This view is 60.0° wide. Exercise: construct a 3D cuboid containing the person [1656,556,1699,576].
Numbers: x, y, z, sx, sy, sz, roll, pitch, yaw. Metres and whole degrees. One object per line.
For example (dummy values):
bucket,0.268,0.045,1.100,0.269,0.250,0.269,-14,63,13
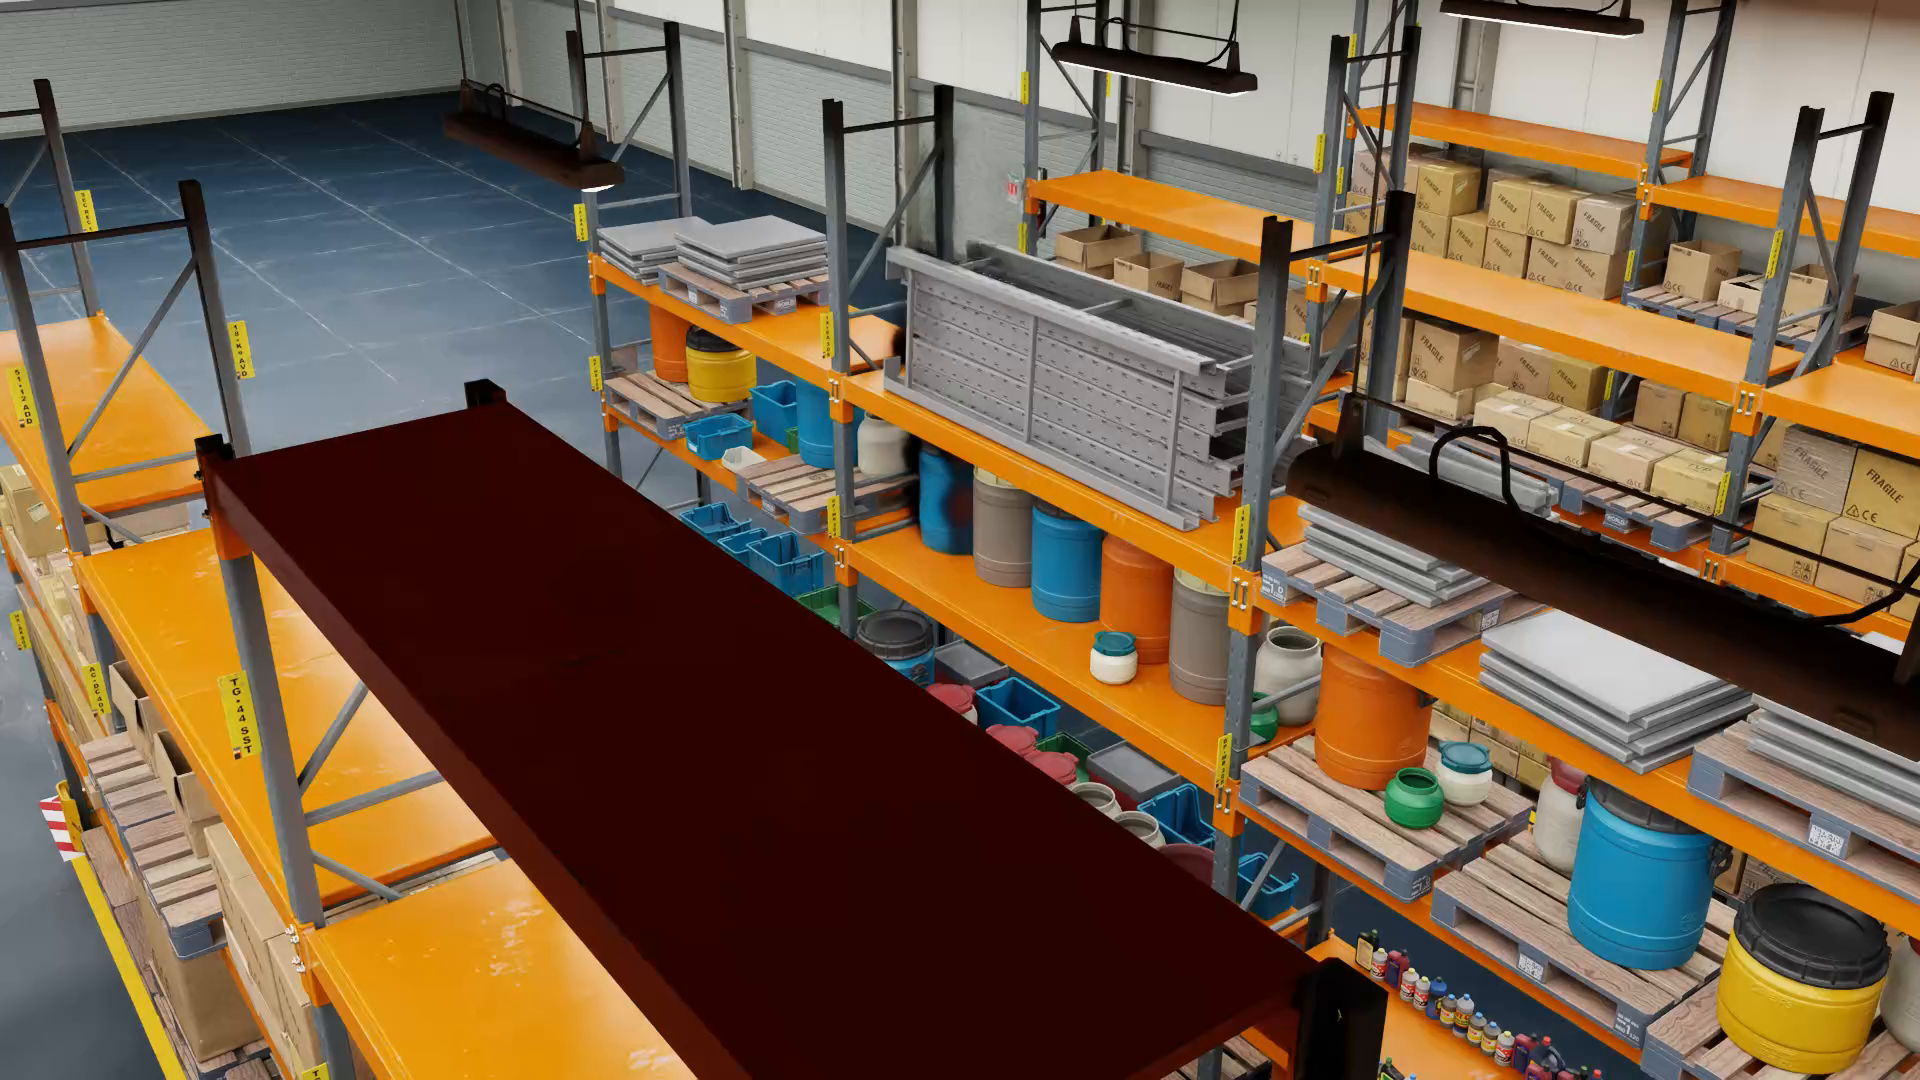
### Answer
person,6.645,0.631,15.567,0.660,1.828,0.755,-20,31,-36
